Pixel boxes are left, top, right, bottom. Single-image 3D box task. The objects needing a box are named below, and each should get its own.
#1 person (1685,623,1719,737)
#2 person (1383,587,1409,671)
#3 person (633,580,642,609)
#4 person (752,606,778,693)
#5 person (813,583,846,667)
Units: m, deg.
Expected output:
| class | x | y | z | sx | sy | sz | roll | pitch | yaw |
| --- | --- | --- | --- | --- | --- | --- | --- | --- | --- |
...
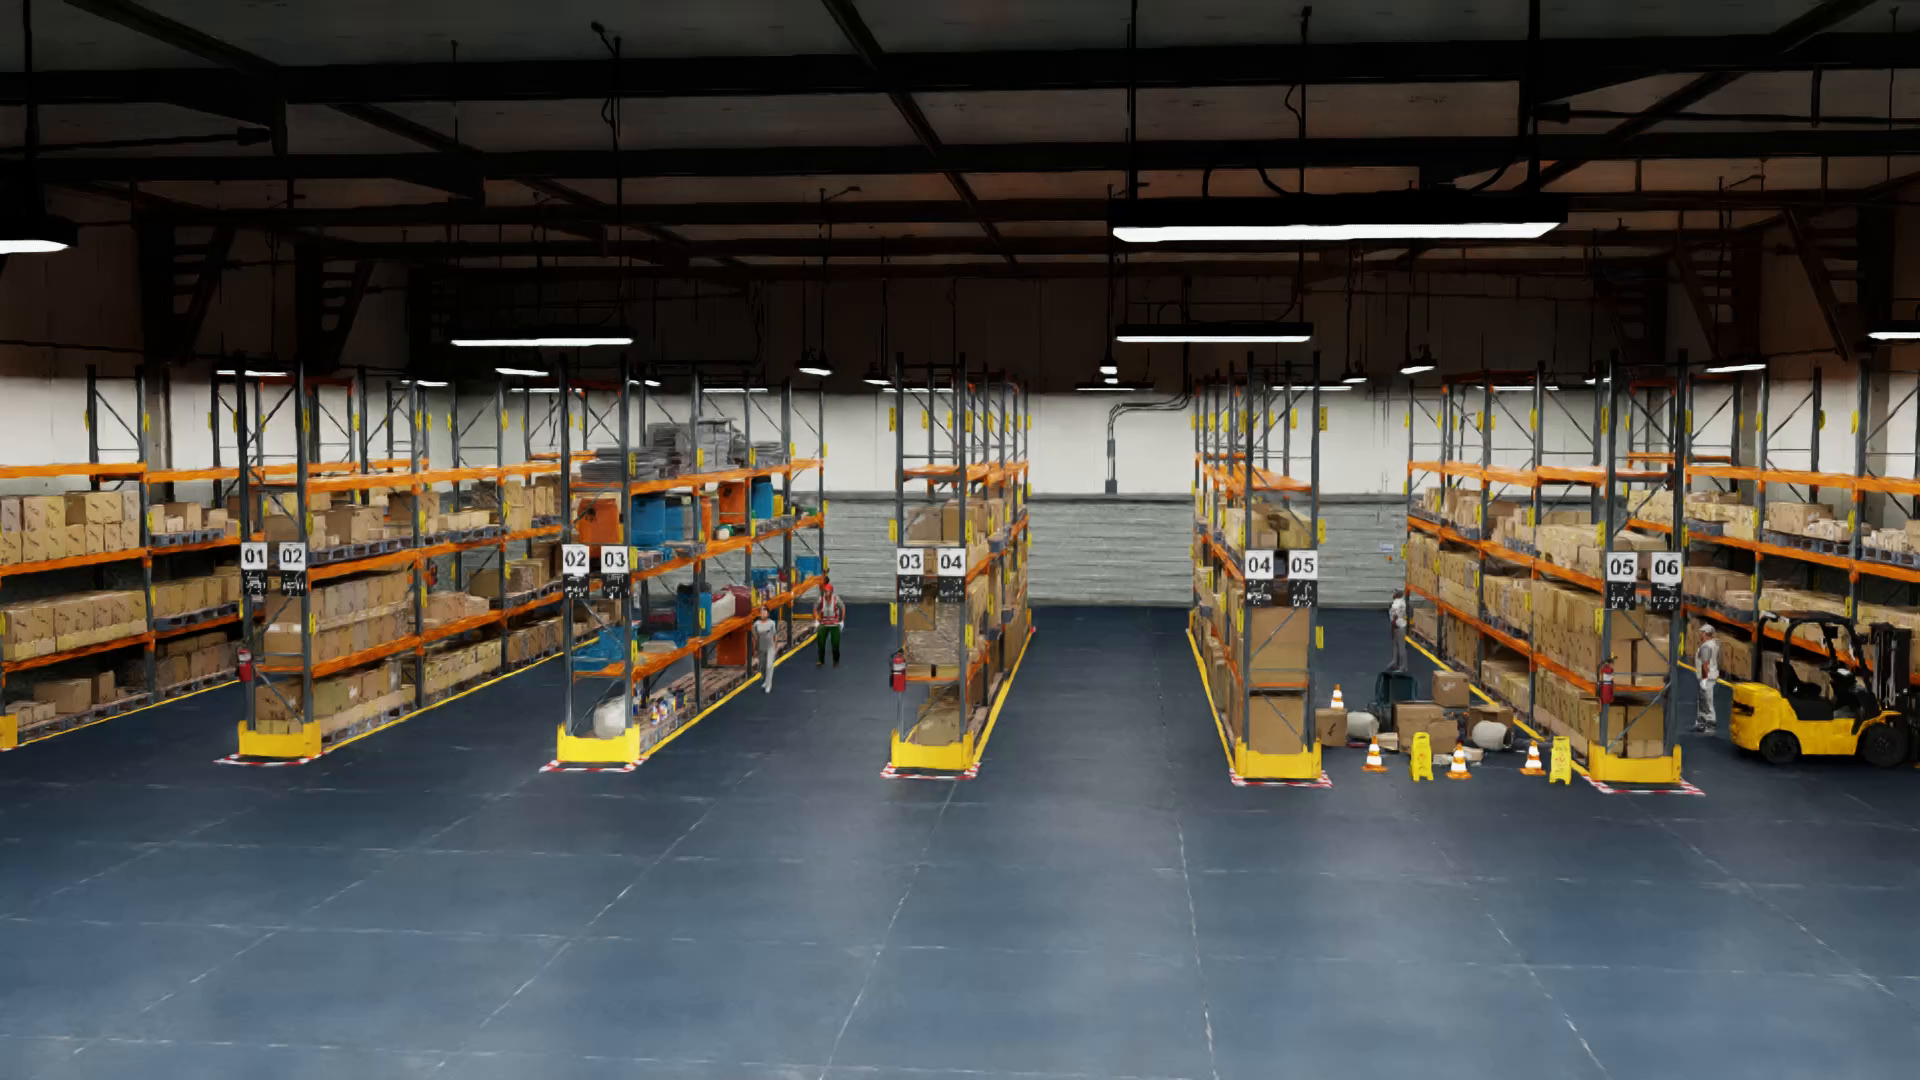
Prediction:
| class | x | y | z | sx | sy | sz | roll | pitch | yaw |
| --- | --- | --- | --- | --- | --- | --- | --- | --- | --- |
| person | 11.810 | 2.215 | 26.453 | 0.490 | 1.787 | 0.608 | 3 | 5 | 35 |
| person | 8.801 | 1.778 | 33.502 | 0.555 | 1.662 | 0.587 | 2 | 5 | 26 |
| person | -8.836 | 0.987 | 44.268 | 0.687 | 1.721 | 0.777 | -1 | 4 | -16 |
| person | -3.624 | 1.998 | 30.774 | 0.449 | 1.585 | 1.097 | 0 | 4 | 4 |
| person | -2.671 | 1.733 | 33.903 | 0.677 | 1.741 | 0.551 | 0 | 4 | 4 |
